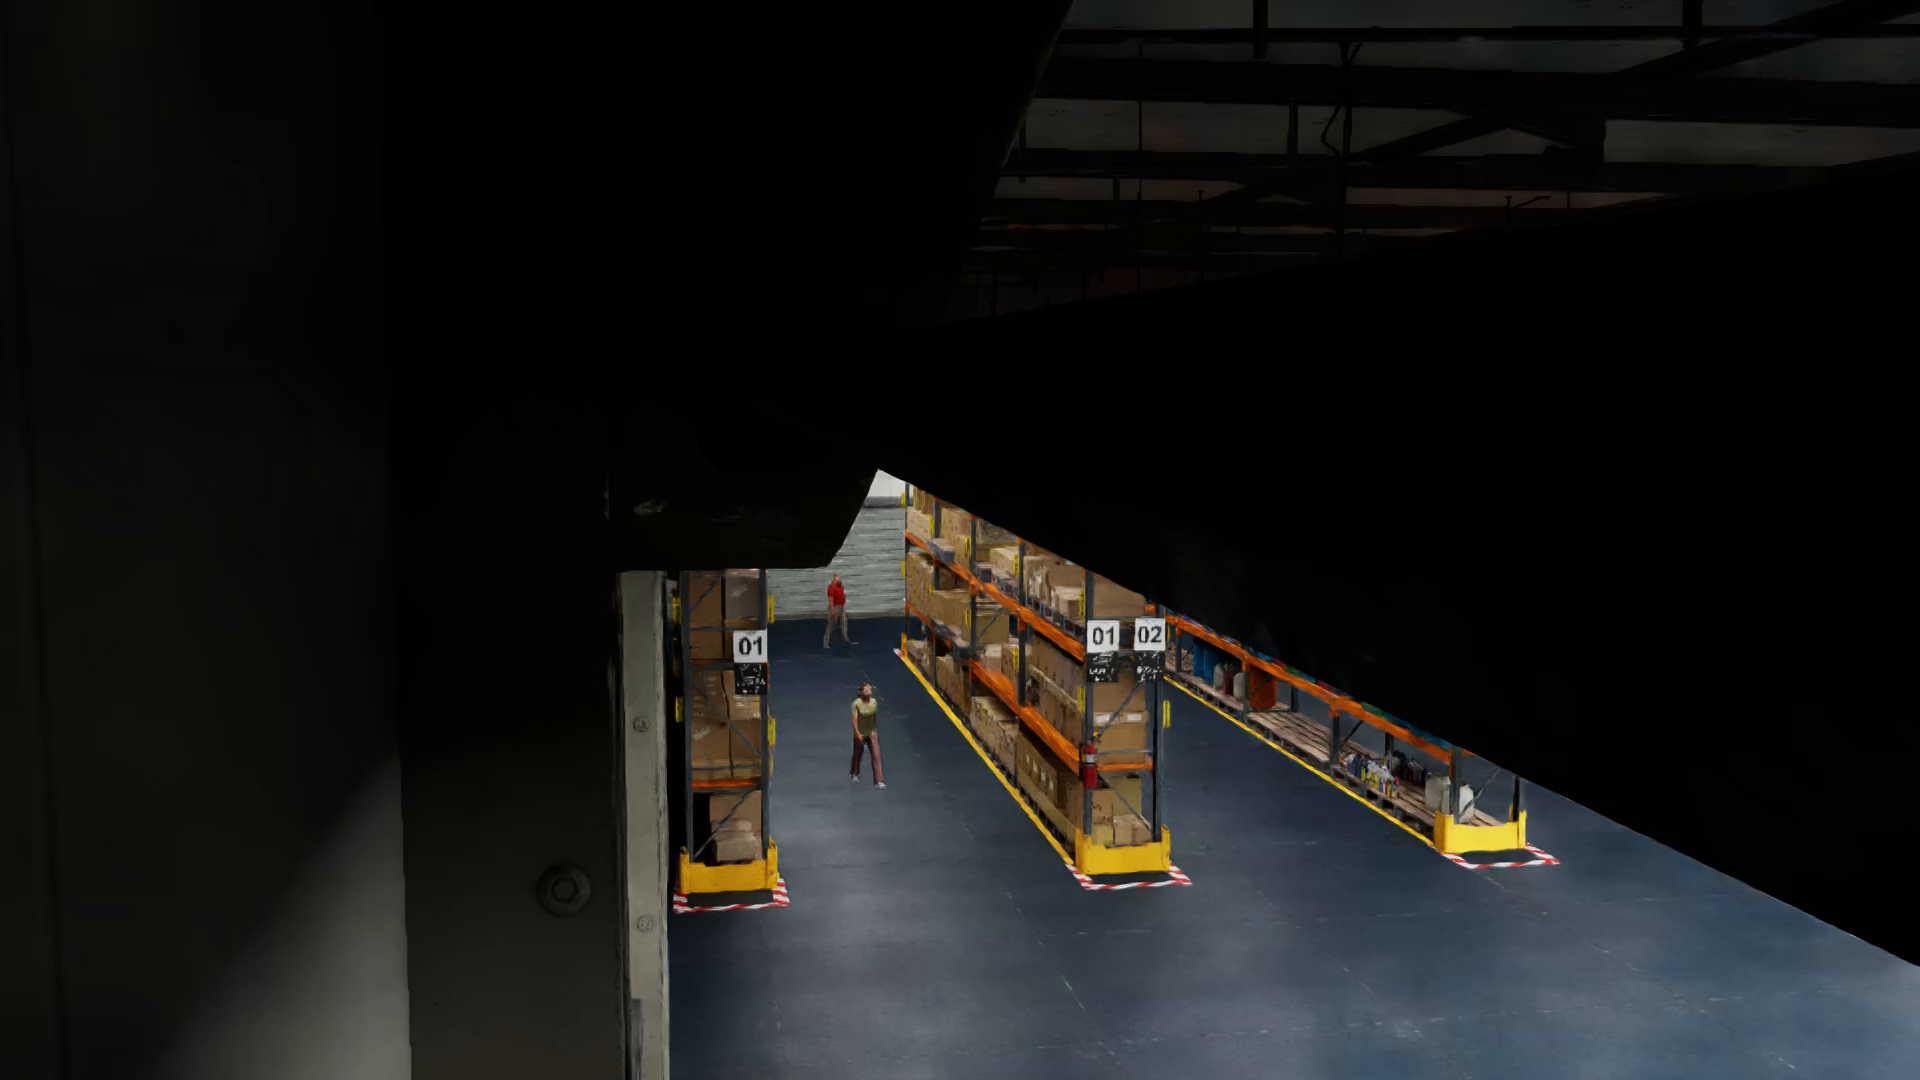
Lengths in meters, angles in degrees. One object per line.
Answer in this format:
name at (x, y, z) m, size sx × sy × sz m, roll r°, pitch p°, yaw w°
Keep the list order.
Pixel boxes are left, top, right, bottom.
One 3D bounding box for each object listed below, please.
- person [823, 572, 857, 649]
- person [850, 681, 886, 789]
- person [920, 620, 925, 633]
person at (-2.760, 1.571, 37.570) m, size 0.584 × 1.719 × 0.772 m, roll 3°, pitch 7°, yaw 27°
person at (-1.433, 2.918, 25.095) m, size 0.445 × 1.605 × 1.017 m, roll -2°, pitch 6°, yaw -19°
person at (-0.635, 1.324, 39.745) m, size 0.568 × 1.755 × 0.744 m, roll 3°, pitch 7°, yaw 29°
